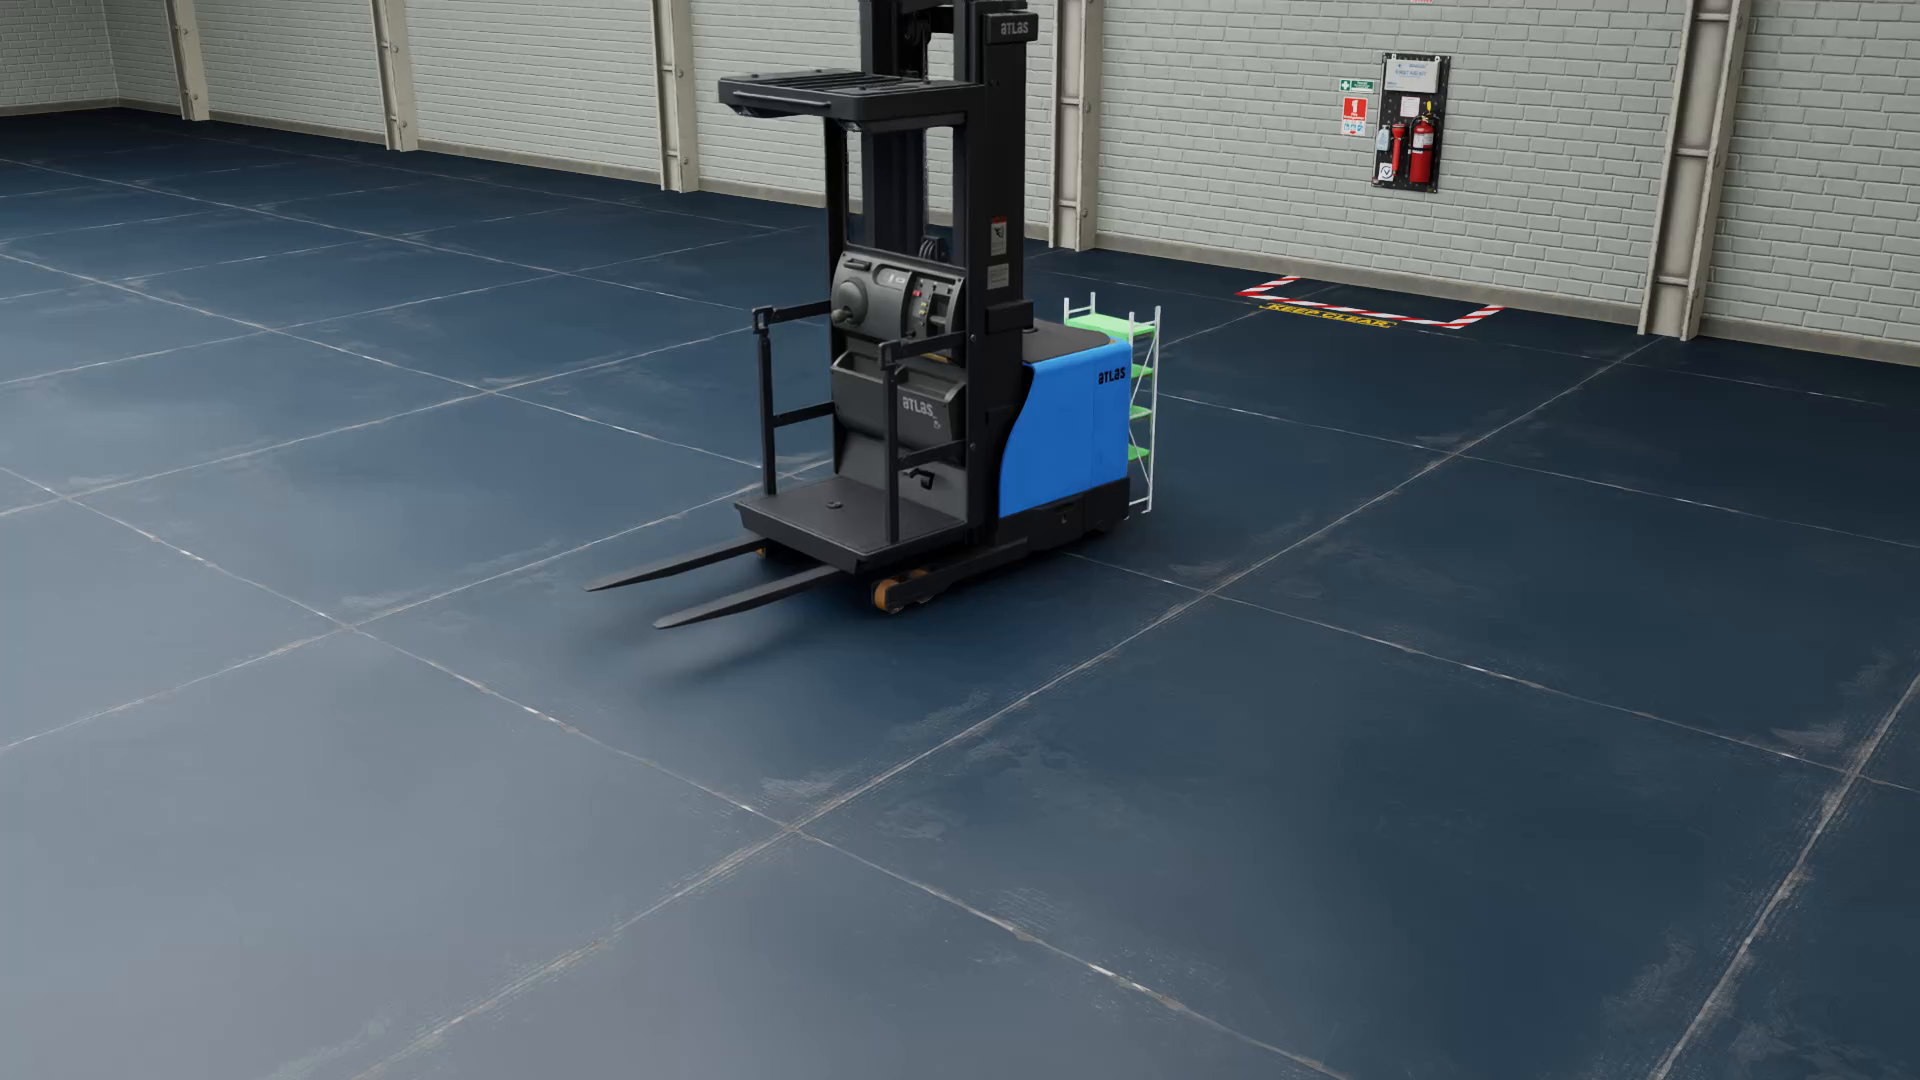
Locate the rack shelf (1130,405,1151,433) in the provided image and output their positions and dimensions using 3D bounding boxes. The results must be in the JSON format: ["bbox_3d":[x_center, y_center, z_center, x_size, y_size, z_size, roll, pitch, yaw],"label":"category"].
[{"bbox_3d":[0.847,-0.707,9.523,0.258,0.148,0.480,-18,27,-40],"label":"rack shelf"}]

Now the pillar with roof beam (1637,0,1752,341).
[{"bbox_3d":[3.090,-4.726,8.948,0.400,9.000,9.100,16,26,36],"label":"pillar with roof beam"}]

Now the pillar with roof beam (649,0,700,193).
[{"bbox_3d":[-6.206,-7.404,16.047,0.400,9.000,9.100,16,26,36],"label":"pillar with roof beam"}]

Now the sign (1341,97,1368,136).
[{"bbox_3d":[3.559,-3.826,15.012,0.234,0.329,0.001,16,26,36],"label":"sign"}]

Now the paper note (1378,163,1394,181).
[{"bbox_3d":[3.829,-3.304,14.927,0.142,0.148,0.016,16,26,36],"label":"paper note"}]

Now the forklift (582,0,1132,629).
[{"bbox_3d":[-0.474,-1.216,8.238,3.031,2.935,1.130,-18,27,-40],"label":"forklift"}]

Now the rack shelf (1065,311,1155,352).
[{"bbox_3d":[0.849,-1.157,9.355,0.258,0.148,0.480,-18,27,-40],"label":"rack shelf"}]

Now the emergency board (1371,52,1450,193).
[{"bbox_3d":[3.922,-3.658,14.617,0.643,1.169,0.194,16,26,36],"label":"emergency board"}]

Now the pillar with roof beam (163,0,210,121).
[{"bbox_3d":[-15.503,-10.081,23.147,0.400,9.000,9.100,16,26,36],"label":"pillar with roof beam"}]

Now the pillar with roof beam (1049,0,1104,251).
[{"bbox_3d":[-1.558,-6.065,12.498,0.400,9.000,9.100,16,26,36],"label":"pillar with roof beam"}]

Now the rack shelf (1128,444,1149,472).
[{"bbox_3d":[0.847,-0.483,9.608,0.258,0.148,0.480,-18,27,-40],"label":"rack shelf"}]

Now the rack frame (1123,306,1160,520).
[{"bbox_3d":[1.014,-0.704,9.334,0.240,1.200,0.015,-18,27,-40],"label":"rack frame"}]

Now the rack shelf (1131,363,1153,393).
[{"bbox_3d":[0.848,-0.932,9.439,0.258,0.148,0.480,-18,27,-40],"label":"rack shelf"}]

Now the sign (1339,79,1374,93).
[{"bbox_3d":[3.557,-4.071,14.910,0.331,0.109,0.001,16,26,36],"label":"sign"}]

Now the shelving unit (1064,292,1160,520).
[{"bbox_3d":[0.847,-0.767,9.501,0.258,1.200,0.503,-18,27,-40],"label":"shelving unit"}]

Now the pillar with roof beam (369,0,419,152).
[{"bbox_3d":[-10.855,-8.742,19.597,0.400,9.000,9.100,16,26,36],"label":"pillar with roof beam"}]

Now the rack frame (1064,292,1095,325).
[{"bbox_3d":[0.681,-0.830,9.668,0.240,1.200,0.015,-18,27,-40],"label":"rack frame"}]

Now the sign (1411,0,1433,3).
[{"bbox_3d":[3.979,-4.772,14.285,0.199,0.298,0.001,16,26,36],"label":"sign"}]
